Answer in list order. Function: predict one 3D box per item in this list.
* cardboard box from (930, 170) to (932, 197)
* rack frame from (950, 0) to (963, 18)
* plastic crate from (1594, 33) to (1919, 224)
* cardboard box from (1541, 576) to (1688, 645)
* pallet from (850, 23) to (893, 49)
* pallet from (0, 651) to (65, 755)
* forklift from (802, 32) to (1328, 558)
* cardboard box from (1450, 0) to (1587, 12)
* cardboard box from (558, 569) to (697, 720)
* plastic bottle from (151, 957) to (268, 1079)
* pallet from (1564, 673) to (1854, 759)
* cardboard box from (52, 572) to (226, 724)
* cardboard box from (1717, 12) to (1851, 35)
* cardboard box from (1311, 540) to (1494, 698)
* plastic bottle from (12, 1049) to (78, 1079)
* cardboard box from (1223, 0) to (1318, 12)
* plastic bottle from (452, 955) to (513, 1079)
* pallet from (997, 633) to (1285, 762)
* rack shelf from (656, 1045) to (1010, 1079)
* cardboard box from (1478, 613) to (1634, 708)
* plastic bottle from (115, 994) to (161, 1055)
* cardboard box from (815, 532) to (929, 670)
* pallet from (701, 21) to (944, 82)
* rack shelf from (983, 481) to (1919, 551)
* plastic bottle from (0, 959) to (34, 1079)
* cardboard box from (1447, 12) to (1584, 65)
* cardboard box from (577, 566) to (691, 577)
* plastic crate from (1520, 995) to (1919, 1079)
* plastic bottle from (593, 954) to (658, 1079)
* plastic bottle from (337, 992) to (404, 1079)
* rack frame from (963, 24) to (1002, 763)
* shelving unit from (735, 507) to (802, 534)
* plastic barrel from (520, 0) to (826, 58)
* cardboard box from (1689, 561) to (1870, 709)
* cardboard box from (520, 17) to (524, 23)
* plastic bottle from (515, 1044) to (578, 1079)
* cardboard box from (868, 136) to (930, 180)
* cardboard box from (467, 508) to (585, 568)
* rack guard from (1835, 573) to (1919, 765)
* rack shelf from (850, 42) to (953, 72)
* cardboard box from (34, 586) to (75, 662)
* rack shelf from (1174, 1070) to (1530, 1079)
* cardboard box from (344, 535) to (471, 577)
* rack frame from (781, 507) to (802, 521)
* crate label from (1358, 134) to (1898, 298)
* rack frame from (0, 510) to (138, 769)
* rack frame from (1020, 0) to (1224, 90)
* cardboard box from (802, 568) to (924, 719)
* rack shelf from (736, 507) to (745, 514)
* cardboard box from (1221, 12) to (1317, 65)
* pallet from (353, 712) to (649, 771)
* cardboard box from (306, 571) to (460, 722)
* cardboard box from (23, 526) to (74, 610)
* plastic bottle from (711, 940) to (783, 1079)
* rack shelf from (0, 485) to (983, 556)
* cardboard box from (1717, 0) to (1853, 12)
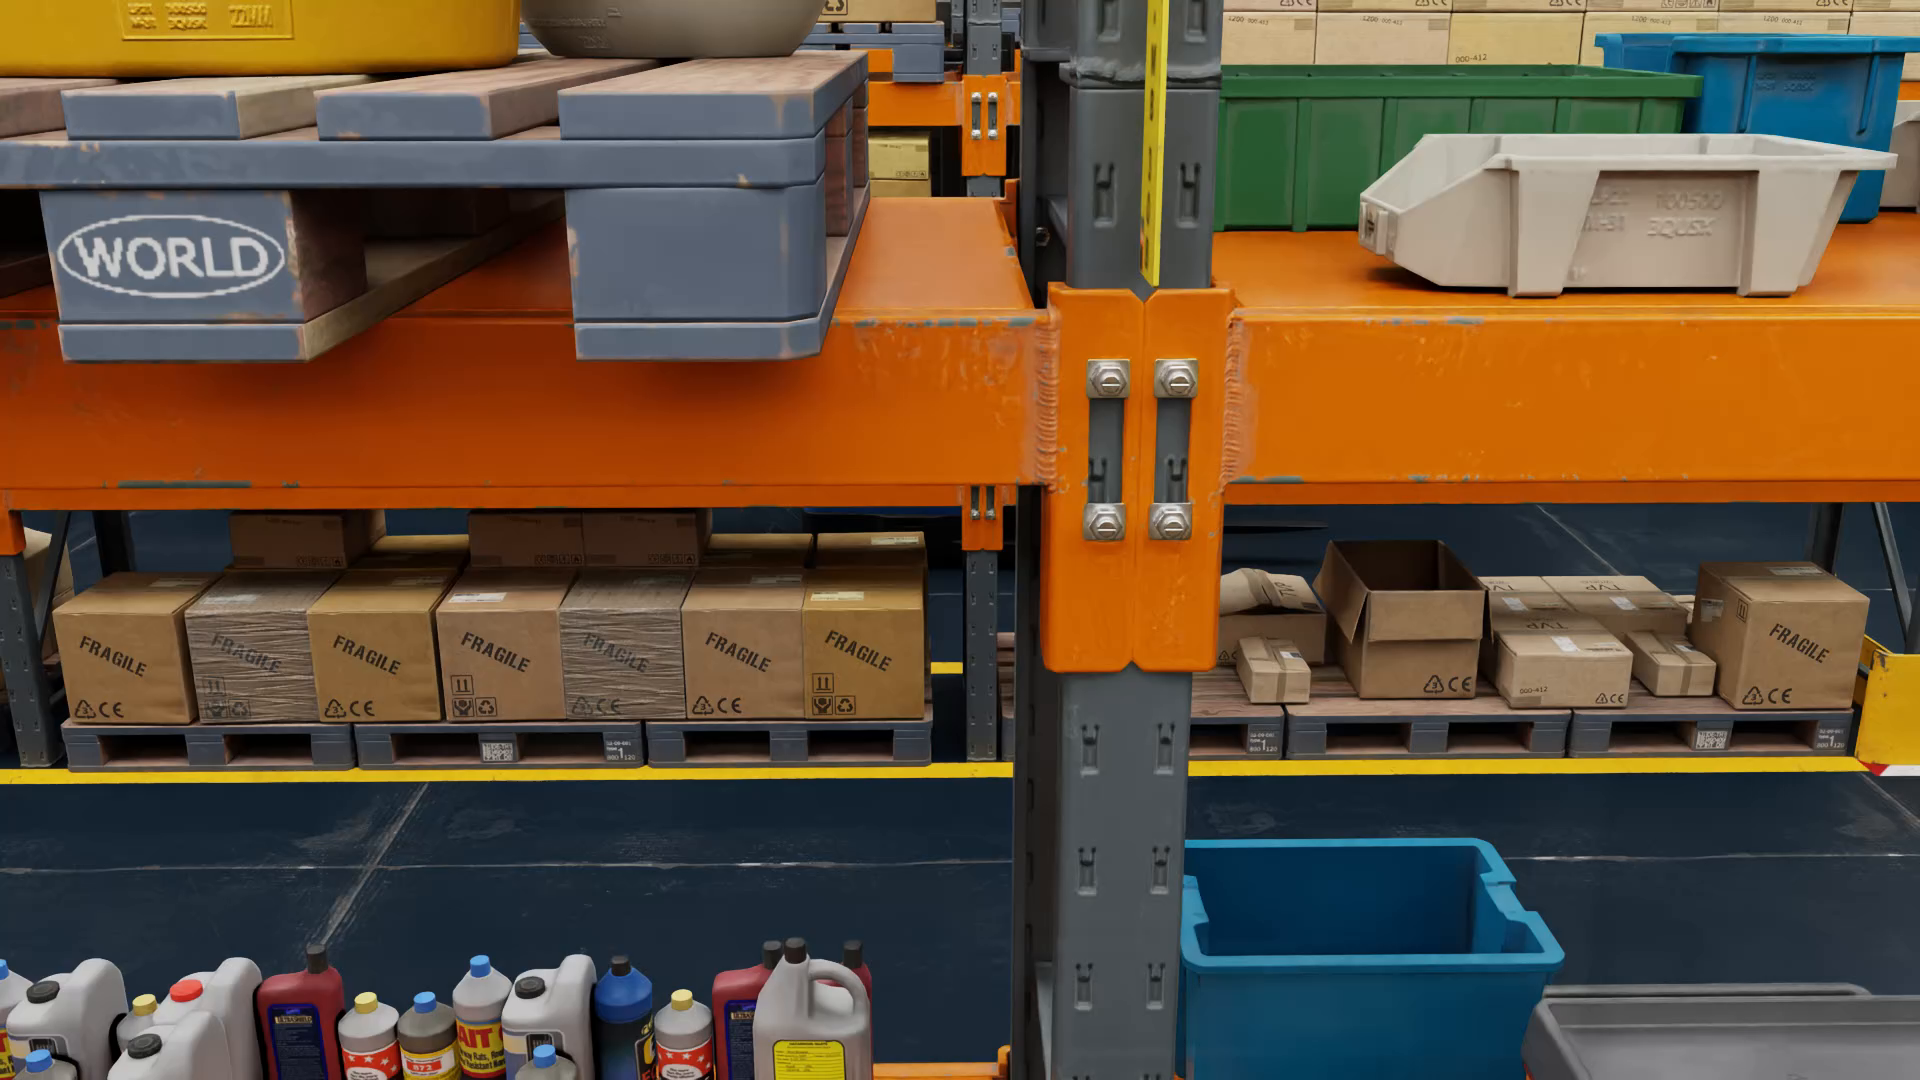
[{"bbox_3d":[-0.462,-2.418,11.992,0.500,0.500,0.500,-1,18,-3],"label":"cardboard box"},{"bbox_3d":[0.002,-5.001,10.906,0.127,3.000,1.000,0,18,-1],"label":"rack frame"},{"bbox_3d":[1.064,-0.569,2.275,0.300,0.233,0.416,0,18,-1],"label":"plastic crate"},{"bbox_3d":[3.035,0.367,7.774,0.500,0.250,0.500,0,18,-1],"label":"cardboard box"},{"bbox_3d":[-0.914,-3.462,11.333,1.217,0.209,0.805,-1,18,-3],"label":"pallet"},{"bbox_3d":[-4.739,0.707,7.497,1.213,0.211,1.003,0,18,-1],"label":"pallet"},{"bbox_3d":[0.624,-1.385,9.567,3.031,2.935,1.130,1,18,3],"label":"forklift"},{"bbox_3d":[2.074,-2.158,6.379,0.500,0.250,0.500,0,18,-1],"label":"cardboard box"},{"bbox_3d":[-1.401,0.441,7.134,0.500,0.500,0.500,0,18,0],"label":"cardboard box"},{"bbox_3d":[-1.236,0.830,2.751,0.135,0.276,0.152,0,18,-1],"label":"plastic bottle"},{"bbox_3d":[3.210,0.681,7.579,1.213,0.211,1.003,0,18,-1],"label":"pallet"},{"bbox_3d":[-3.456,0.453,7.096,0.500,0.500,0.500,0,18,1],"label":"cardboard box"},{"bbox_3d":[3.074,-1.926,6.476,0.500,0.250,0.500,0,18,-1],"label":"cardboard box"},{"bbox_3d":[1.962,0.337,7.454,0.637,0.503,0.797,0,18,-1],"label":"cardboard box"},{"bbox_3d":[-1.448,0.905,2.641,0.097,0.201,0.097,0,18,0],"label":"plastic bottle"},{"bbox_3d":[1.074,-2.156,6.375,0.500,0.250,0.500,0,18,-1],"label":"cardboard box"},{"bbox_3d":[-0.793,0.822,2.785,0.097,0.271,0.097,0,18,0],"label":"plastic bottle"},{"bbox_3d":[0.771,0.693,7.542,1.213,0.211,1.003,0,18,-1],"label":"pallet"},{"bbox_3d":[-1.841,1.233,2.470,4.000,0.370,1.077,0,18,-1],"label":"rack shelf"},{"bbox_3d":[2.593,0.522,7.291,0.500,0.250,0.500,0,18,-1],"label":"cardboard box"},{"bbox_3d":[-1.353,0.858,2.787,0.097,0.201,0.097,0,18,0],"label":"plastic bottle"},{"bbox_3d":[-0.404,0.277,7.646,0.500,0.500,0.500,-1,18,-3],"label":"cardboard box"},{"bbox_3d":[-0.569,-1.989,6.734,1.003,0.211,1.213,0,18,-1],"label":"pallet"},{"bbox_3d":[2.084,-0.299,7.247,4.000,0.370,1.077,0,18,-1],"label":"rack shelf"},{"bbox_3d":[-1.585,0.826,2.773,0.097,0.271,0.097,0,18,0],"label":"plastic bottle"},{"bbox_3d":[2.074,-1.922,6.464,0.500,0.250,0.500,0,18,-1],"label":"cardboard box"},{"bbox_3d":[-1.437,0.283,7.627,0.500,0.500,0.500,0,18,0],"label":"cardboard box"},{"bbox_3d":[1.055,0.894,2.146,0.583,0.464,0.402,0,18,-1],"label":"plastic crate"},{"bbox_3d":[-0.561,0.821,2.788,0.097,0.271,0.097,0,18,0],"label":"plastic bottle"},{"bbox_3d":[-0.987,0.856,2.792,0.097,0.201,0.097,0,18,0],"label":"plastic bottle"},{"bbox_3d":[0.084,-0.632,7.107,0.127,3.000,1.000,0,18,-1],"label":"rack frame"},{"bbox_3d":[-1.481,-0.465,9.981,1.200,0.189,0.258,39,15,-10],"label":"shelving unit"},{"bbox_3d":[-0.372,-0.886,2.078,0.433,0.535,0.433,0,18,0],"label":"plastic barrel"},{"bbox_3d":[3.544,0.407,7.239,0.500,0.500,0.500,0,18,-1],"label":"cardboard box"},{"bbox_3d":[-1.755,-2.368,6.594,0.600,0.600,0.600,-1,18,-3],"label":"cardboard box"},{"bbox_3d":[-0.656,0.901,2.653,0.097,0.201,0.097,0,18,0],"label":"plastic bottle"},{"bbox_3d":[-0.461,-2.620,11.394,0.500,0.250,0.500,0,18,0],"label":"cardboard box"},{"bbox_3d":[-1.905,-0.073,7.508,0.500,0.250,0.500,-1,18,-2],"label":"cardboard box"},{"bbox_3d":[4.007,0.539,7.547,0.348,0.500,1.175,0,18,-1],"label":"rack guard"},{"bbox_3d":[-1.998,-3.221,11.444,4.000,0.370,1.077,0,18,-1],"label":"rack shelf"},{"bbox_3d":[-4.444,0.410,7.674,0.500,0.250,0.500,0,18,-1],"label":"cardboard box"},{"bbox_3d":[2.158,1.214,2.530,4.000,0.370,1.077,0,18,-1],"label":"rack shelf"},{"bbox_3d":[-2.467,0.290,7.606,0.500,0.500,0.500,-1,18,-3],"label":"cardboard box"},{"bbox_3d":[-1.422,-0.530,9.957,1.200,0.006,0.240,39,15,-10],"label":"rack frame"},{"bbox_3d":[0.652,-0.336,1.705,0.466,0.136,0.293,0,18,-1],"label":"crate label"},{"bbox_3d":[-3.916,-0.613,7.046,0.127,3.000,1.000,0,18,-1],"label":"rack frame"},{"bbox_3d":[0.158,-1.976,1.474,0.127,3.000,1.000,0,18,-1],"label":"rack frame"},{"bbox_3d":[-0.405,0.439,7.141,0.500,0.500,0.500,0,18,-1],"label":"cardboard box"},{"bbox_3d":[-1.265,-0.287,10.029,0.103,0.180,0.258,39,15,-10],"label":"rack shelf"},{"bbox_3d":[1.074,-1.917,6.447,0.500,0.250,0.500,0,18,-1],"label":"cardboard box"},{"bbox_3d":[-1.952,0.718,7.463,1.213,0.211,1.003,0,18,-1],"label":"pallet"},{"bbox_3d":[-2.431,0.448,7.112,0.500,0.500,0.500,-1,18,-2],"label":"cardboard box"},{"bbox_3d":[-4.444,0.143,7.588,0.500,0.311,0.500,0,18,1],"label":"cardboard box"},{"bbox_3d":[-0.348,0.809,2.807,0.133,0.283,0.061,0,18,-1],"label":"plastic bottle"},{"bbox_3d":[-1.916,-0.280,7.186,4.000,0.370,1.077,0,18,-1],"label":"rack shelf"},{"bbox_3d":[3.074,-2.163,6.397,0.500,0.250,0.500,0,18,-1],"label":"cardboard box"}]
